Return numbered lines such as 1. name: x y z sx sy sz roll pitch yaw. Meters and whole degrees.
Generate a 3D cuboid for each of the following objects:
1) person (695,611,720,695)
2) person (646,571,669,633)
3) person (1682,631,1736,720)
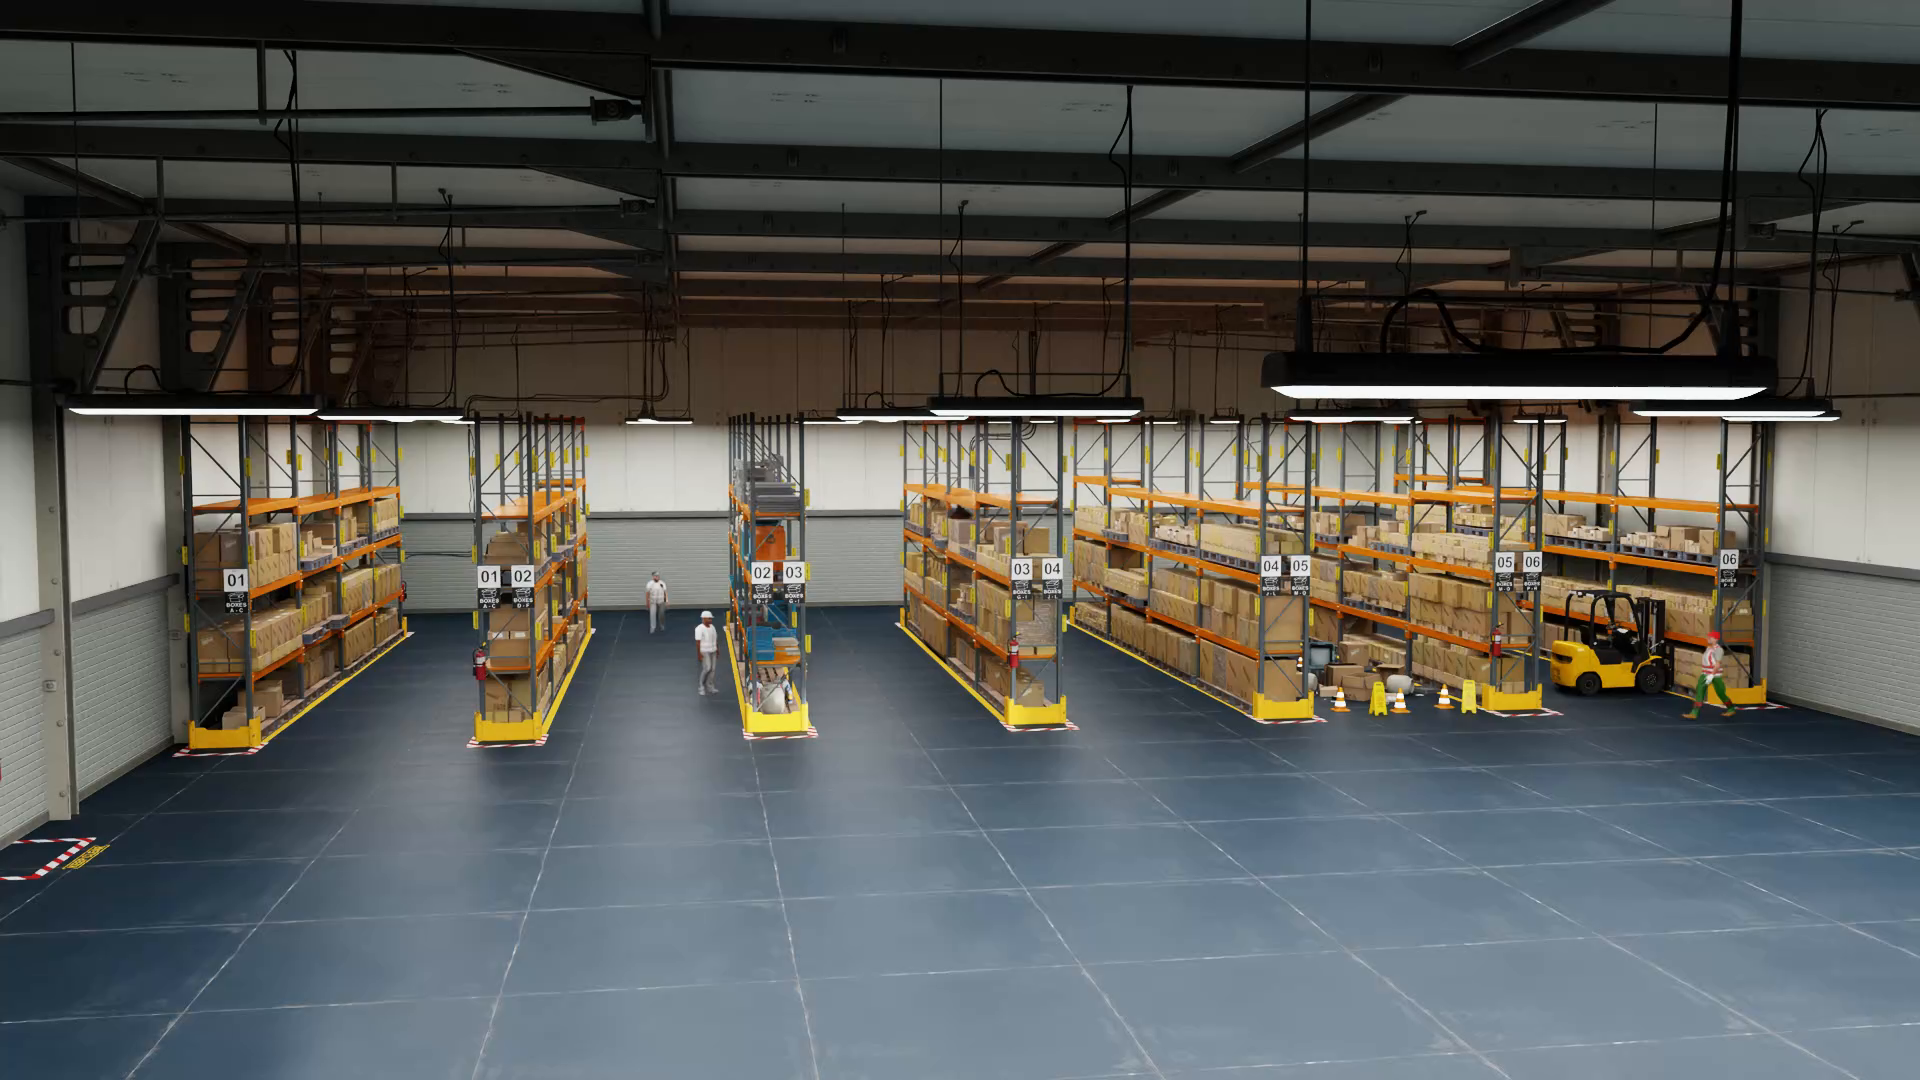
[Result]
1. person: -5.418 2.439 35.820 0.421 1.823 0.601 2 4 30
2. person: -8.396 1.708 46.149 0.650 1.719 1.050 0 4 -4
3. person: 14.673 2.647 32.444 1.088 1.748 0.494 -2 4 -25
